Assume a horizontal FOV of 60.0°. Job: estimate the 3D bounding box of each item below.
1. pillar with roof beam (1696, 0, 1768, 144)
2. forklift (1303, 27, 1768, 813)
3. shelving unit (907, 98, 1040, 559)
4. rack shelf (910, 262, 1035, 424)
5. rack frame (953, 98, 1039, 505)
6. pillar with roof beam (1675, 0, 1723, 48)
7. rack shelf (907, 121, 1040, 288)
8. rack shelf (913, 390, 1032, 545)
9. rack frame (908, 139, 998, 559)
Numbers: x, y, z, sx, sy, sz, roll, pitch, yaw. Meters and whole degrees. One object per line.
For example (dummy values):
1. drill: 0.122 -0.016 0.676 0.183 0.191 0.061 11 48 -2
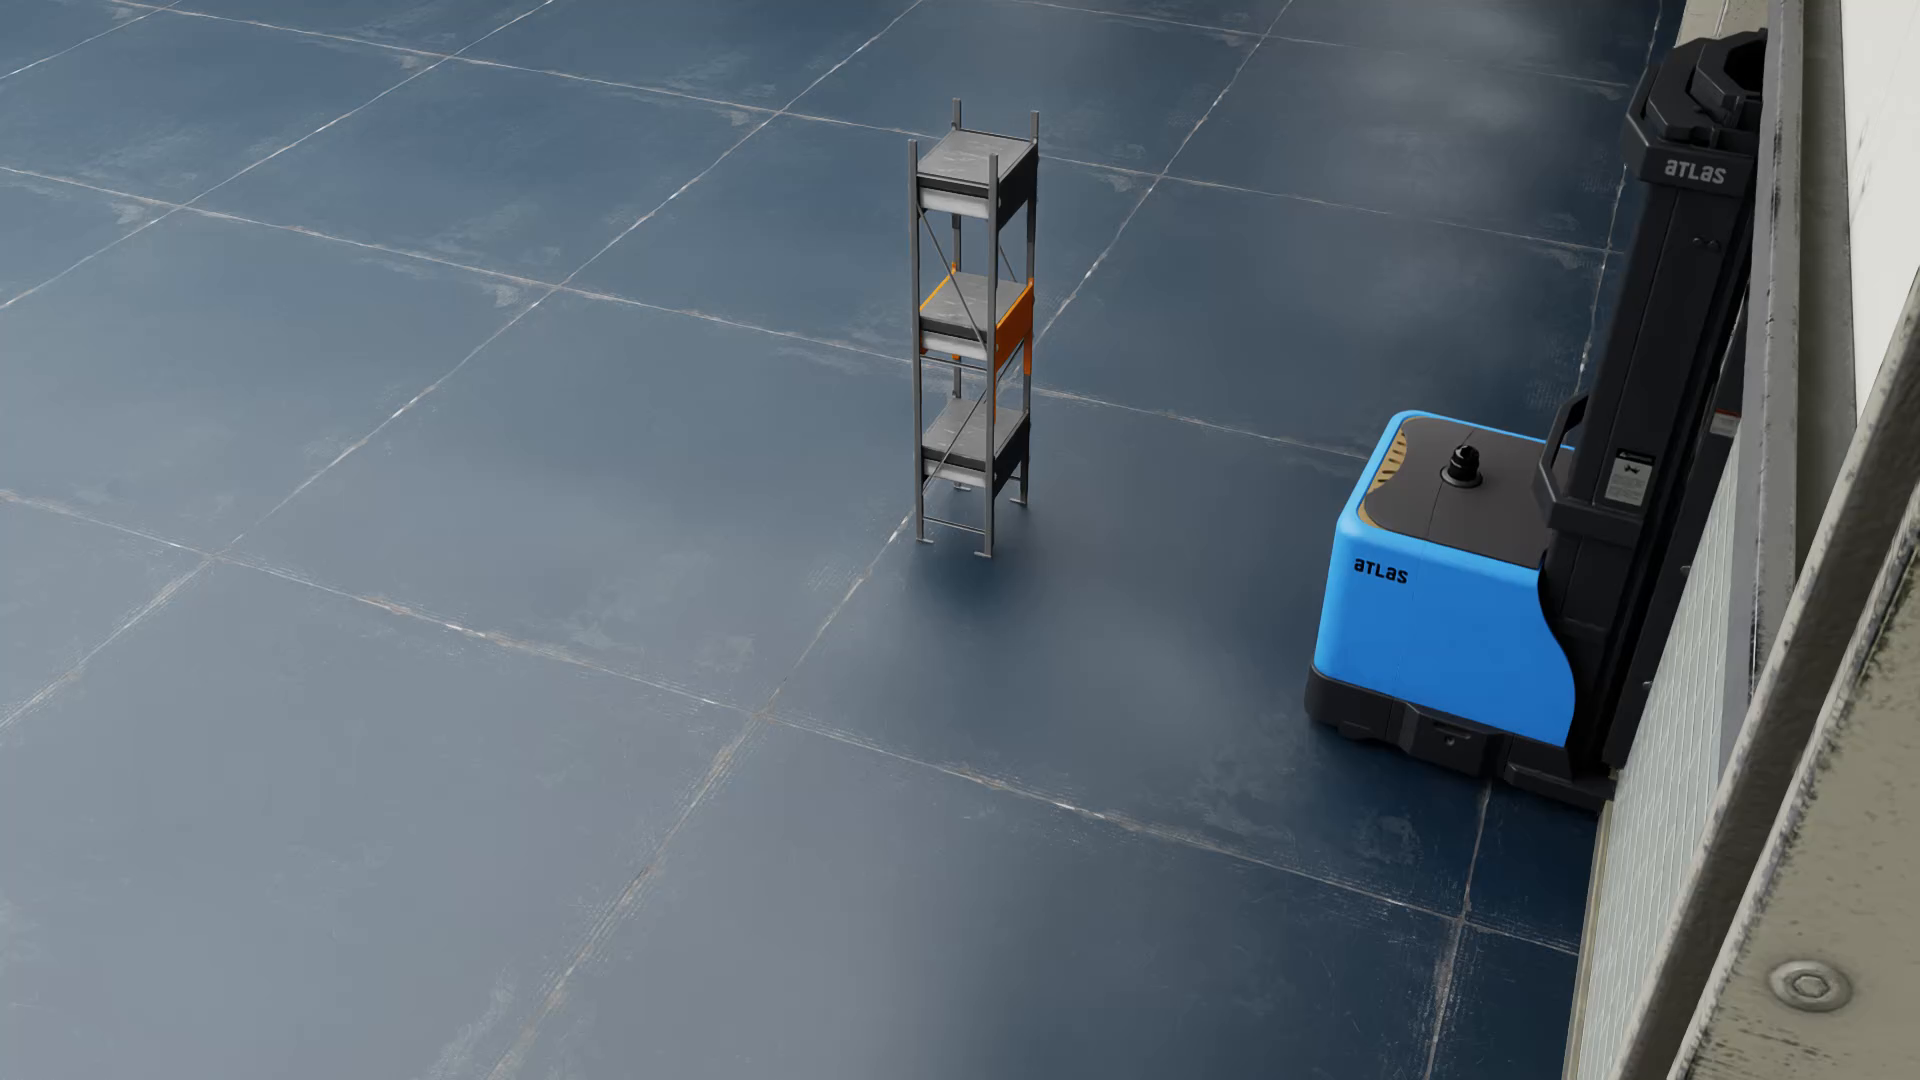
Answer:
1. pillar with roof beam: -0.646 -4.727 7.058 9.100 9.000 0.400 14 39 18
2. forklift: 3.037 -0.251 6.138 3.031 2.935 1.130 16 40 21
3. shelving unit: 0.063 -0.933 7.744 0.431 2.100 0.503 14 39 18
4. rack shelf: 0.063 -0.922 7.752 0.431 0.518 0.480 14 39 18
5. rack frame: 0.156 -1.068 7.925 0.400 2.100 0.015 14 39 18
6. pillar with roof beam: 1.637 -8.049 11.502 9.100 9.000 0.400 14 39 18
7. rack shelf: 0.063 -1.482 7.333 0.431 0.518 0.480 14 39 18
8. rack shelf: 0.063 -0.361 8.171 0.431 0.518 0.480 14 39 18
9. rack frame: -0.030 -0.798 7.563 0.400 2.100 0.015 14 39 18
